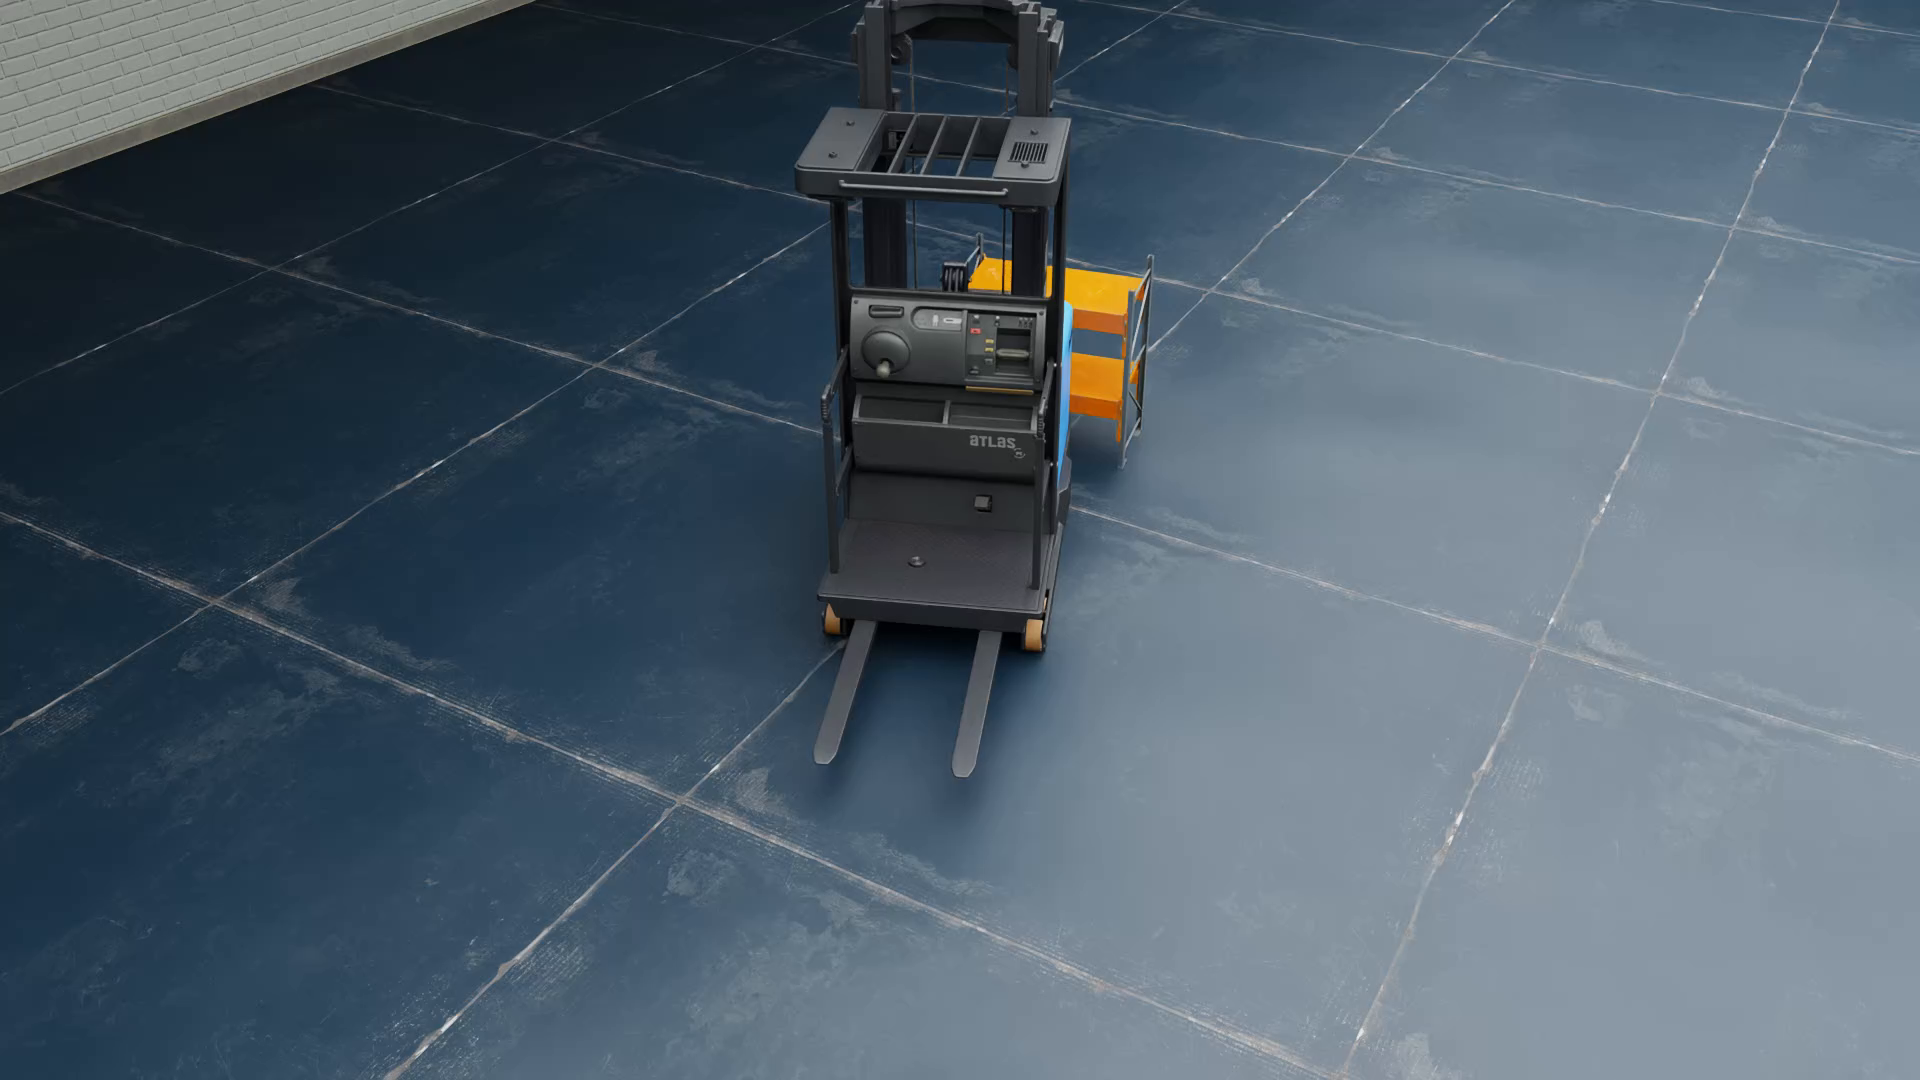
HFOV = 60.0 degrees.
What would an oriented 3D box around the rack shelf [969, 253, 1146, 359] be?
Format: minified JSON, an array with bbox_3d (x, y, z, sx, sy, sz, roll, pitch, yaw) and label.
[{"bbox_3d":[0.524,-1.346,9.499,1.000,0.278,0.538,10,35,15],"label":"rack shelf"}]

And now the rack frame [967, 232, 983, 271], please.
[{"bbox_3d":[0.041,-1.191,9.794,0.032,1.125,0.500,10,35,15],"label":"rack frame"}]

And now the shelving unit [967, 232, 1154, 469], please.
[{"bbox_3d":[0.524,-1.102,9.661,1.048,1.125,0.538,10,35,15],"label":"shelving unit"}]

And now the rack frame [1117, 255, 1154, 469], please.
[{"bbox_3d":[1.006,-1.013,9.528,0.032,1.125,0.500,10,35,15],"label":"rack frame"}]

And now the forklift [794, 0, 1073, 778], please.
[{"bbox_3d":[-0.087,-0.877,7.694,1.130,2.935,3.031,4,34,7],"label":"forklift"}]

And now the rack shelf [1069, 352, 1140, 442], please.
[{"bbox_3d":[0.524,-0.898,9.796,1.000,0.278,0.538,10,35,15],"label":"rack shelf"}]
